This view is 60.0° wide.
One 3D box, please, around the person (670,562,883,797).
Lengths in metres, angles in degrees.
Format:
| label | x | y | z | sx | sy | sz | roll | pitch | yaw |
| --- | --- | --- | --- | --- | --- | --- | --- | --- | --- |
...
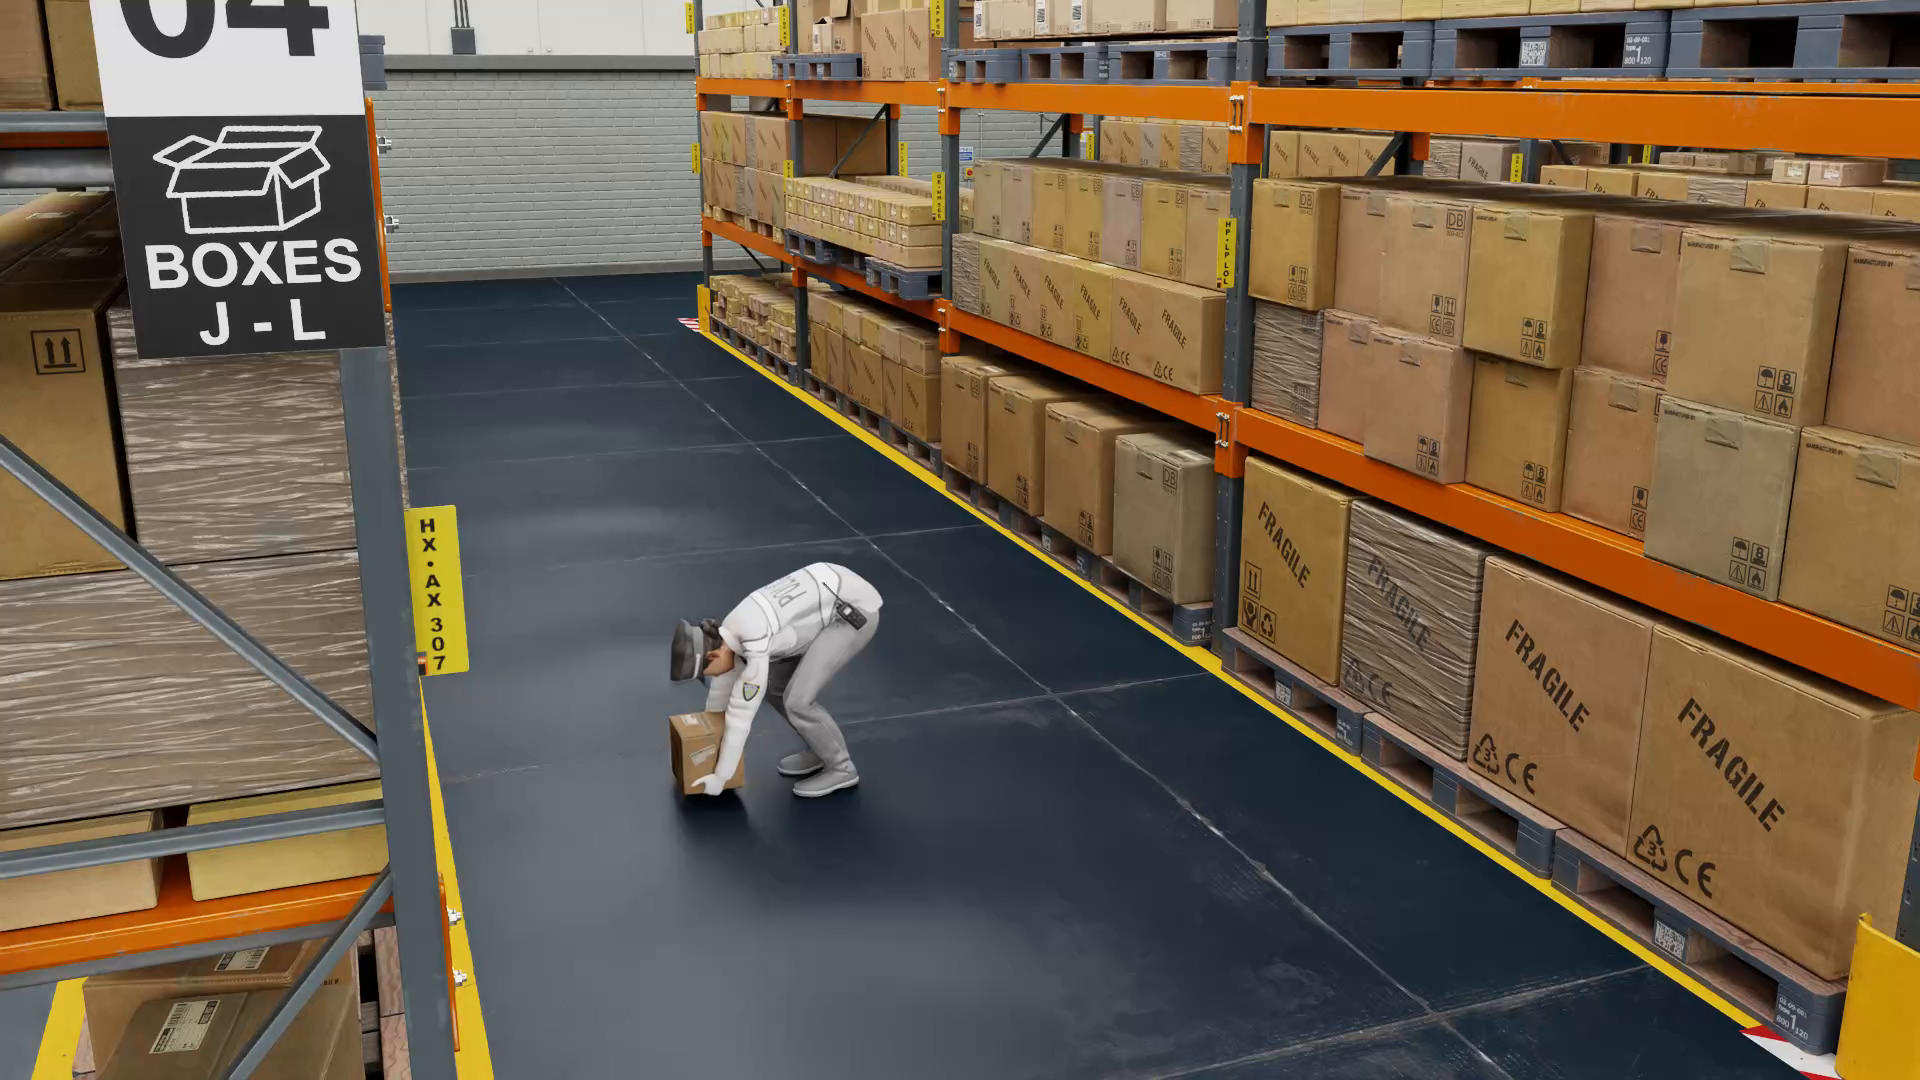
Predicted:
| label | x | y | z | sx | sy | sz | roll | pitch | yaw |
| --- | --- | --- | --- | --- | --- | --- | --- | --- | --- |
| person | -0.748 | 0.585 | 6.826 | 0.882 | 0.919 | 0.457 | -7 | 17 | -23 |
